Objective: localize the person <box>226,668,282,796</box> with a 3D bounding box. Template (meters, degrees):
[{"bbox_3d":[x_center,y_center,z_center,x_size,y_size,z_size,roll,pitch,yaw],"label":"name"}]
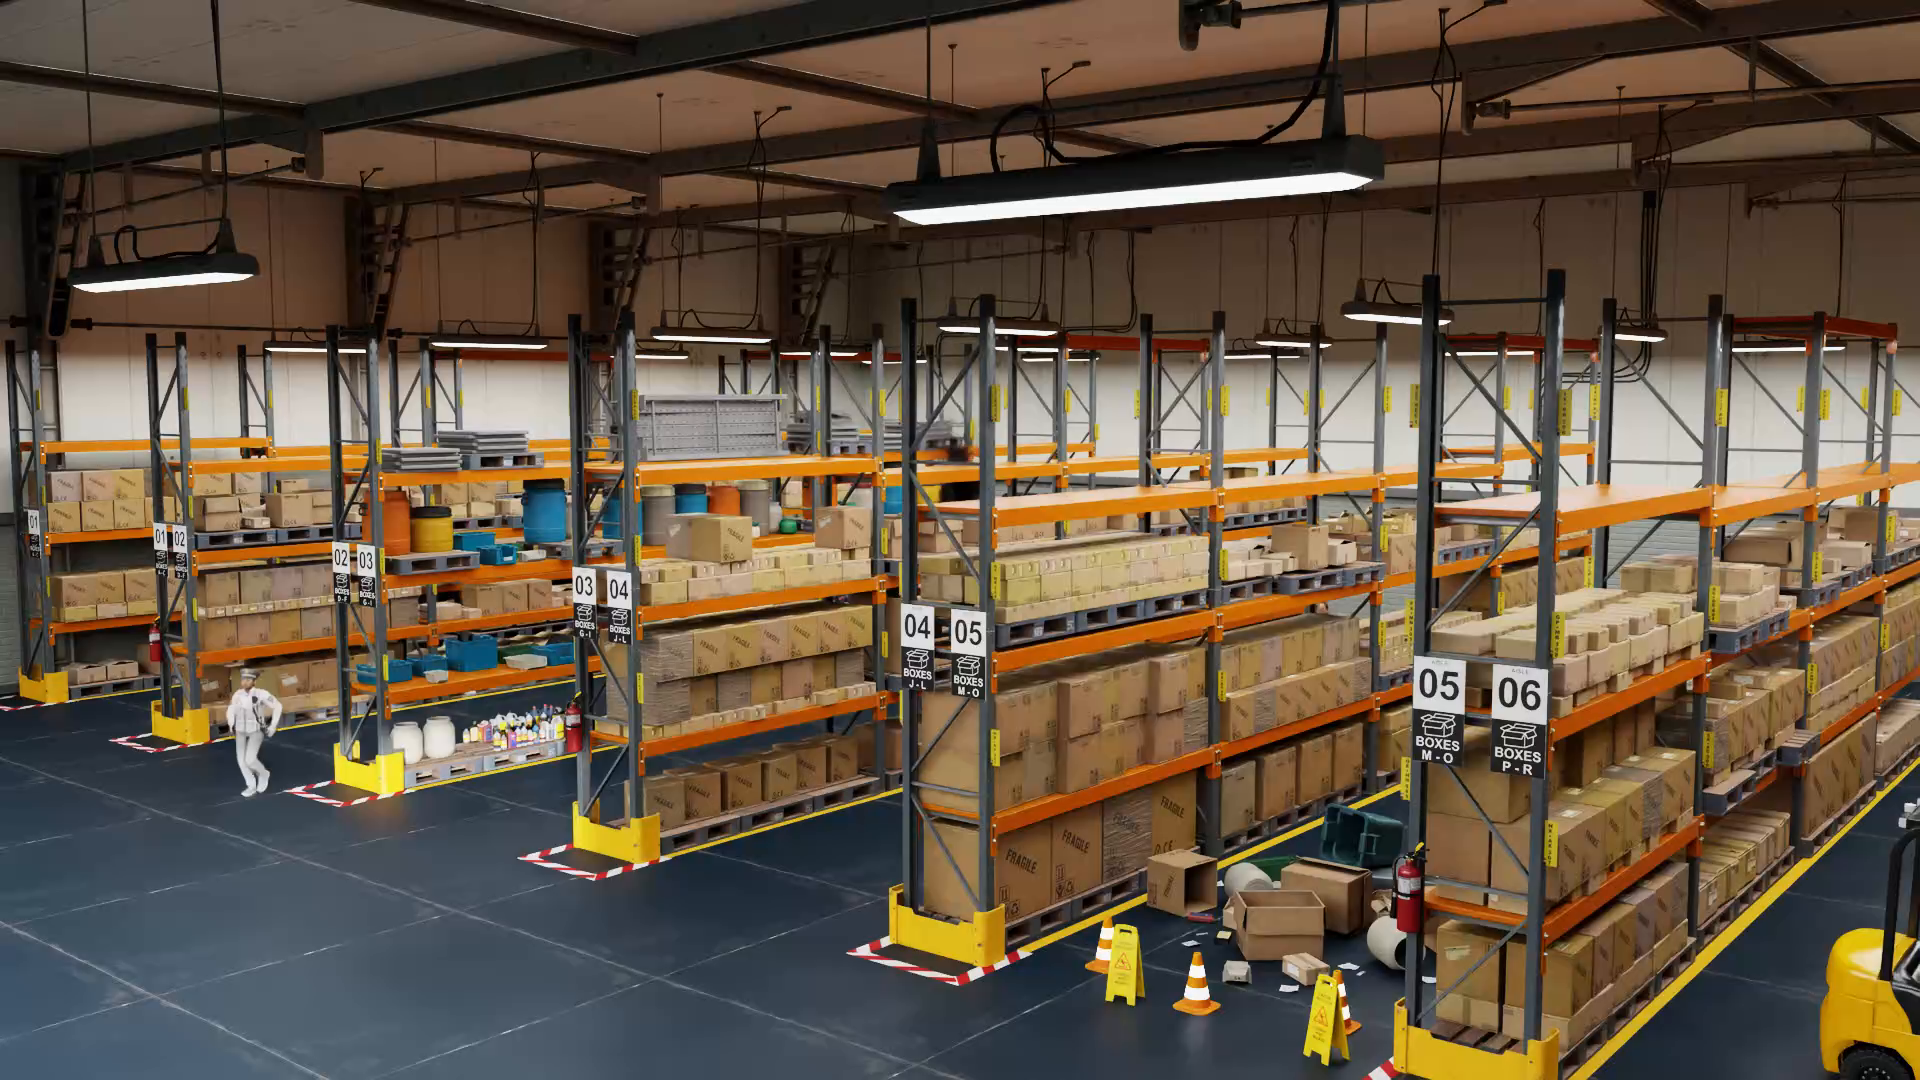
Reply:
[{"bbox_3d":[-9.000,2.442,21.092,0.658,1.659,0.524,0,5,4],"label":"person"}]

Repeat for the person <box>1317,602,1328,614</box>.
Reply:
[{"bbox_3d":[6.047,1.838,27.860,0.571,1.626,0.534,3,6,30],"label":"person"}]

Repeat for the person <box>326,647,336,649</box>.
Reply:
[{"bbox_3d":[-10.807,1.841,28.506,0.522,1.550,0.553,2,6,25],"label":"person"}]
